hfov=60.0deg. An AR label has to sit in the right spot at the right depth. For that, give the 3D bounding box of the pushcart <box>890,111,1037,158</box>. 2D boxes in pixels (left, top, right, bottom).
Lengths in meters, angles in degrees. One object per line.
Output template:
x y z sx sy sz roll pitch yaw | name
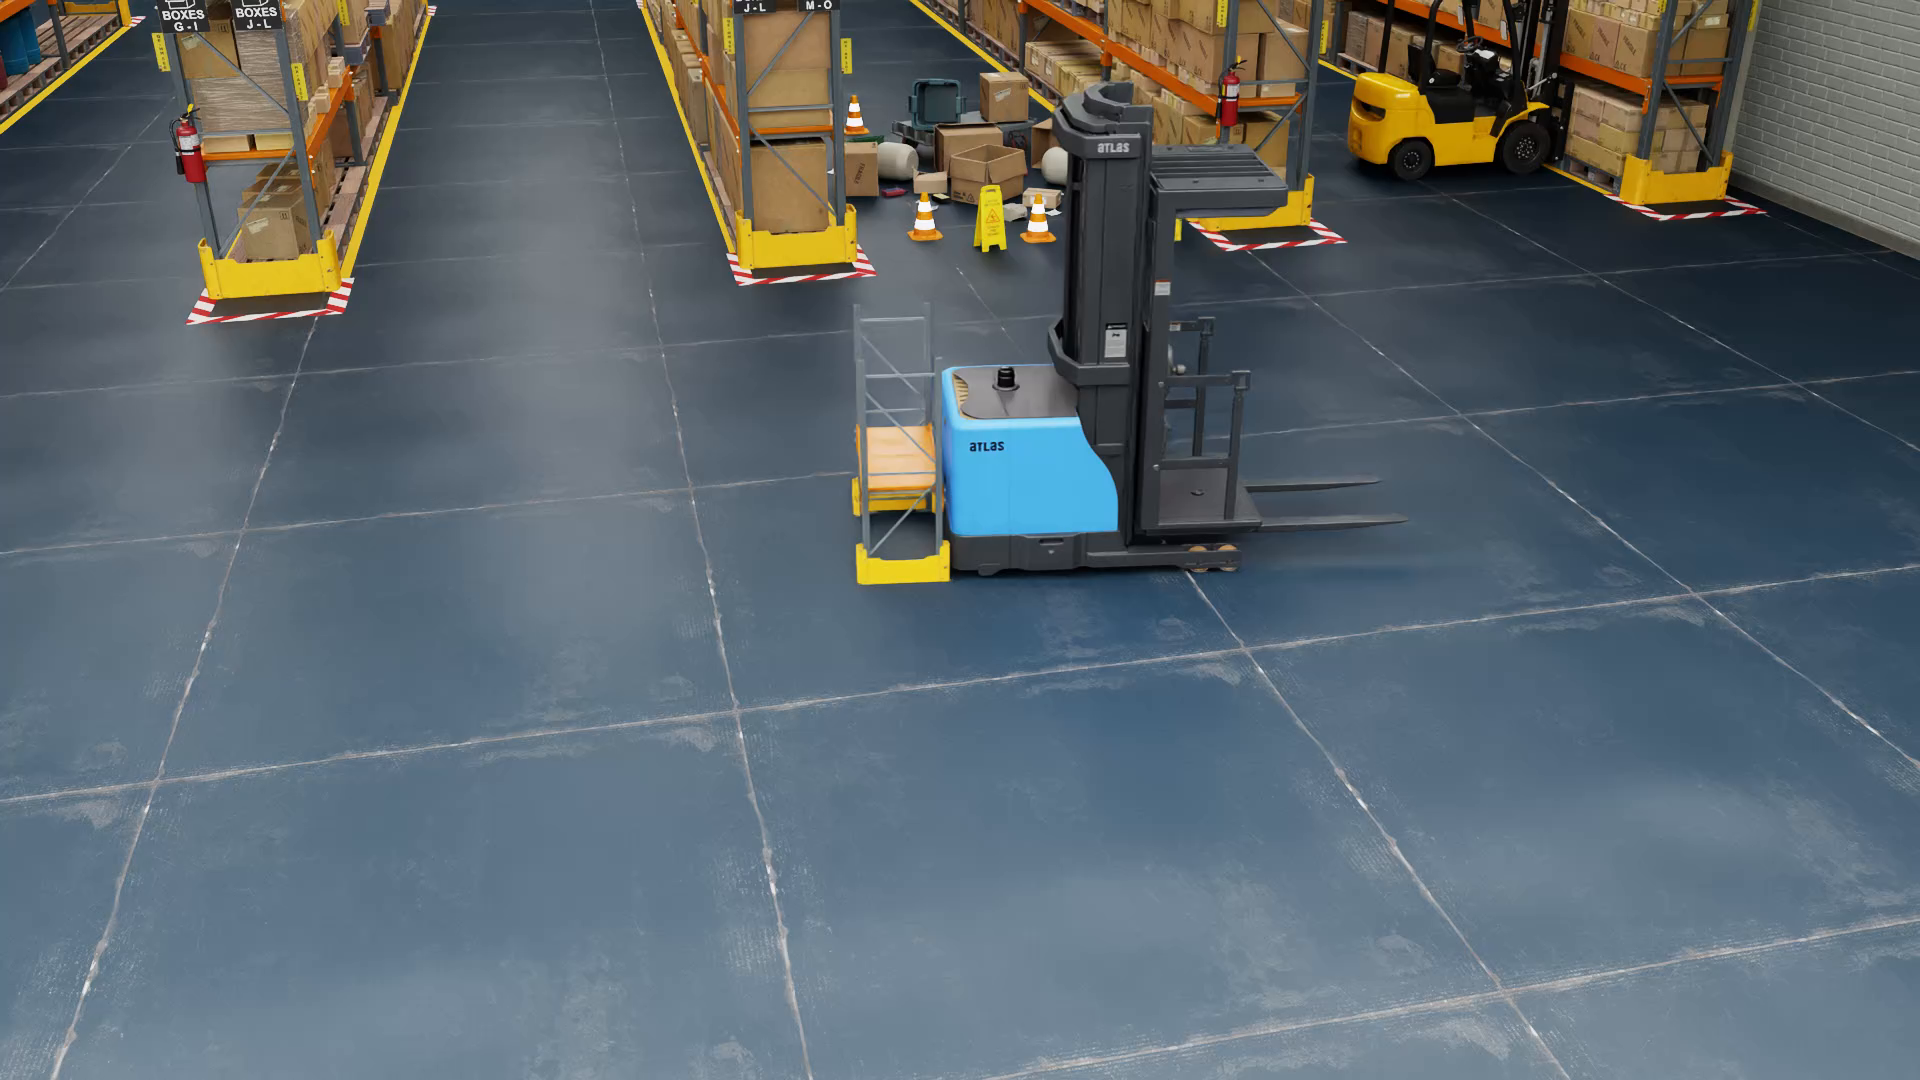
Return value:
0.060 -5.024 20.631 1.648 0.377 0.936 -16 31 -29 | pushcart

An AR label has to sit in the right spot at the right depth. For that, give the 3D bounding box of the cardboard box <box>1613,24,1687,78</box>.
7.640 -5.431 18.418 0.500 0.500 0.500 -7 28 -13 | cardboard box

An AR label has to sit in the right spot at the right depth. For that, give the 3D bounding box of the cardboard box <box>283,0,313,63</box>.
-6.448 -4.799 15.724 0.500 0.500 0.500 -6 27 -12 | cardboard box

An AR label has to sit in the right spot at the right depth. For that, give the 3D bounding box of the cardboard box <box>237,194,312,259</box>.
-6.608 -3.033 16.084 0.500 0.500 0.500 -1 27 -2 | cardboard box

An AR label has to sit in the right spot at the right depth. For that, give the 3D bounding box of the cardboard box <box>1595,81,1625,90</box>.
7.865 -5.274 19.692 0.500 0.250 0.500 -6 27 -12 | cardboard box

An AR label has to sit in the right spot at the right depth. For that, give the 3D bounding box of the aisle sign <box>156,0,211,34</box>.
-6.762 -4.788 14.369 0.394 0.787 0.004 -6 27 -12 | aisle sign

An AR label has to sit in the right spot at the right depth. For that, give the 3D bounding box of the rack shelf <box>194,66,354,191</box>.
-6.934 -4.242 16.971 1.077 0.370 4.000 -6 27 -12 | rack shelf

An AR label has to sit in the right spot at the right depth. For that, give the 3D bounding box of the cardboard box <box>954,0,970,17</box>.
0.430 -9.290 28.551 0.875 0.438 0.875 -6 27 -12 | cardboard box

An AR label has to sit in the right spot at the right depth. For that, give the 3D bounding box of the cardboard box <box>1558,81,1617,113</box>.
7.355 -5.218 19.582 0.500 0.250 0.500 -6 27 -11 | cardboard box

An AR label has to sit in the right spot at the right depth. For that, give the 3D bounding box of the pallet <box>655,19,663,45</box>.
-4.518 -8.459 27.622 1.003 0.211 1.213 -6 27 -12 | pallet

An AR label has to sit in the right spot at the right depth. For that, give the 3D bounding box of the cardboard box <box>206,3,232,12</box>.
-6.966 -4.745 15.617 0.500 0.500 0.500 -6 27 -12 | cardboard box

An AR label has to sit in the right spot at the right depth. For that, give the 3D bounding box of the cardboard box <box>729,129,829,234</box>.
-1.845 -3.675 16.940 0.875 0.875 0.875 -6 27 -11 | cardboard box

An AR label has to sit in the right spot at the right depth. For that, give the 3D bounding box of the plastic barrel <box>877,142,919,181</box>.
-0.780 -4.408 19.361 0.512 0.421 0.421 13 30 24 | plastic barrel

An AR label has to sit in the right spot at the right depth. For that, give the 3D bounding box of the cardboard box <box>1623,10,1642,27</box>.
7.569 -5.765 18.358 0.380 0.149 0.250 -6 27 -11 | cardboard box

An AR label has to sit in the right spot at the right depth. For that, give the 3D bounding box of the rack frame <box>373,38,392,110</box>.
-8.286 -7.198 22.027 1.000 3.000 0.127 -6 27 -12 | rack frame

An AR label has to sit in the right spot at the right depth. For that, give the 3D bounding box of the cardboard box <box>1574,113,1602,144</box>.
7.490 -4.784 19.276 0.500 0.250 0.500 -6 27 -12 | cardboard box

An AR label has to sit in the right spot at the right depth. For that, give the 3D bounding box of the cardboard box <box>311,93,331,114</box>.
-6.559 -4.391 16.746 0.380 0.149 0.250 -6 27 -12 | cardboard box

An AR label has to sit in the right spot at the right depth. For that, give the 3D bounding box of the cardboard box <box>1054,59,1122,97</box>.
1.826 -6.313 22.724 0.950 0.372 0.625 -5 27 -10 | cardboard box

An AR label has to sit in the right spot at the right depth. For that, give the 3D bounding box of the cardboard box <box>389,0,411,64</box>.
-8.822 -7.521 24.561 1.225 0.875 0.875 -7 28 -13 | cardboard box

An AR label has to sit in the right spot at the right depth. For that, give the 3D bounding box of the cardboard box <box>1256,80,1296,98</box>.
3.297 -4.750 17.457 0.380 0.149 0.250 -6 27 -11 | cardboard box

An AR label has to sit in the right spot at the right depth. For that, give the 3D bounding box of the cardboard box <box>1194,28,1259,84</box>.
2.781 -5.080 17.390 0.500 0.500 0.500 -6 27 -13 | cardboard box

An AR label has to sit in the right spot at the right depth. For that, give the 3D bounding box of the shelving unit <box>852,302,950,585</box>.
-0.402 -0.639 10.697 0.587 1.500 1.083 -2 27 -4 | shelving unit

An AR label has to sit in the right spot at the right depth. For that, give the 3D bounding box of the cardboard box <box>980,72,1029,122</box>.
0.543 -5.476 20.551 0.500 0.500 0.500 -6 27 -12 | cardboard box

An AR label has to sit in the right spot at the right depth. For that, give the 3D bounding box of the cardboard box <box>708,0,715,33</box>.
-2.255 -5.804 17.901 0.875 0.550 0.550 -6 27 -12 | cardboard box

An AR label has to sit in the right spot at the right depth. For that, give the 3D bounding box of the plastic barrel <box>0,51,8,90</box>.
-13.493 -6.514 22.884 0.600 0.588 0.708 -6 27 -12 | plastic barrel

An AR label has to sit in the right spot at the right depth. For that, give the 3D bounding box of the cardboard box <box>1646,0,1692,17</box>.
7.721 -5.800 18.098 0.380 0.149 0.250 -6 27 -11 | cardboard box

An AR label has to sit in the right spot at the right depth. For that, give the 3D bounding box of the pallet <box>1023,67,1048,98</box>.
1.543 -6.616 23.970 1.003 0.211 1.213 -6 27 -12 | pallet

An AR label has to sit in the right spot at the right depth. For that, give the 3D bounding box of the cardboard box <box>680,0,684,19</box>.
-3.362 -7.033 21.590 0.500 0.500 0.500 -6 27 -12 | cardboard box

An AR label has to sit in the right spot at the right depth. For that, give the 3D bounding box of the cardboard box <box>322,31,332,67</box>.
-7.344 -5.415 18.055 0.875 0.500 0.500 -6 27 -12 | cardboard box

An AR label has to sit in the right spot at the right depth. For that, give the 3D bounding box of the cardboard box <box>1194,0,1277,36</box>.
2.844 -5.518 17.149 0.700 0.500 0.500 -7 28 -13 | cardboard box

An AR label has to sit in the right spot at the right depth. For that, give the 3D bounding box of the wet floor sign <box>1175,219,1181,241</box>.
2.172 -3.449 17.213 0.267 0.644 0.232 3 27 6 | wet floor sign

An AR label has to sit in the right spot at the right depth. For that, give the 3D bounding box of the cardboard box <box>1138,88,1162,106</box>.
2.387 -4.995 19.416 0.500 0.500 0.500 -5 27 -9 | cardboard box

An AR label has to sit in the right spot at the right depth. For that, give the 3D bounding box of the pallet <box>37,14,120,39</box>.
-14.767 -8.596 27.892 1.003 0.211 1.213 -6 27 -12 | pallet

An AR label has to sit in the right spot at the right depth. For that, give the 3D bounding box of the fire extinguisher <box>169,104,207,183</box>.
-6.907 -3.554 14.895 0.296 0.674 0.183 -6 27 -12 | fire extinguisher

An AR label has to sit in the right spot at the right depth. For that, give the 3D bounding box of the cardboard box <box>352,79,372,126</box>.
-7.844 -5.495 20.941 0.700 0.500 0.500 -4 27 -7 | cardboard box

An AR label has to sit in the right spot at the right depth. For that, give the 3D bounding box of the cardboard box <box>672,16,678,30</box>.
-3.841 -7.337 23.779 0.500 0.250 0.500 -7 28 -13 | cardboard box

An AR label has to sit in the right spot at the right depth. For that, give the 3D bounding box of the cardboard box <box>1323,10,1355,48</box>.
5.899 -7.945 25.816 0.500 0.500 0.500 -5 27 -10 | cardboard box

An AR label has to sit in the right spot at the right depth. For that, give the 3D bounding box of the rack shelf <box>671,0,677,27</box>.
-3.882 -8.214 24.839 1.077 0.370 4.000 -6 27 -12 | rack shelf

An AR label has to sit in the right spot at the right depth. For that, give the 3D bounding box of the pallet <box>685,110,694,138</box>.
-3.055 -5.524 21.806 1.003 0.211 1.213 -6 27 -12 | pallet

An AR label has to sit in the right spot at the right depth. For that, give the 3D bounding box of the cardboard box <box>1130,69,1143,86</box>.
2.227 -5.459 19.617 0.380 0.149 0.250 -5 27 -10 | cardboard box

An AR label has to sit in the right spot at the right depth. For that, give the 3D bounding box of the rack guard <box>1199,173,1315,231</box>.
3.155 -3.609 17.692 1.175 0.500 0.348 -6 27 -12 | rack guard

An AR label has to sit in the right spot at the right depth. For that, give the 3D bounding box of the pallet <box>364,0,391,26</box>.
-8.022 -6.810 21.472 1.213 0.211 1.003 -6 27 -12 | pallet

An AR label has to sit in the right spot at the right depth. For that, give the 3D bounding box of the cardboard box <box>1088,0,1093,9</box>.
1.843 -6.839 21.129 0.380 0.149 0.250 -7 28 -13 | cardboard box

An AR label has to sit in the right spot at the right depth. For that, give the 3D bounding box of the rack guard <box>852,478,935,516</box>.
-0.443 -0.304 11.422 0.587 0.250 0.087 -2 27 -4 | rack guard

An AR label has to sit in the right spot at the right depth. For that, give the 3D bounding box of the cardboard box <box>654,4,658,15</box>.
-4.864 -8.800 27.570 0.380 0.149 0.250 -7 28 -13 | cardboard box

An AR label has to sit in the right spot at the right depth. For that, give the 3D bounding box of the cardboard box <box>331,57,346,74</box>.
-7.050 -5.265 18.477 0.380 0.149 0.250 -6 27 -12 | cardboard box

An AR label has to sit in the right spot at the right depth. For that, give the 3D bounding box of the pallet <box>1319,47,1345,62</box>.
6.073 -7.796 26.308 1.003 0.211 1.213 -6 27 -12 | pallet

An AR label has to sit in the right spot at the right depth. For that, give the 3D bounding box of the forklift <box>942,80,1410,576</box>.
1.405 -1.336 10.490 3.031 2.935 1.130 -2 27 -4 | forklift

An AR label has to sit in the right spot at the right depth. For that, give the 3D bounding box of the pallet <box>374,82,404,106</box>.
-8.391 -6.306 23.357 1.003 0.211 1.213 -6 27 -12 | pallet

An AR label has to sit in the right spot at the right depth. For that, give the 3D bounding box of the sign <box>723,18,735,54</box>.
-2.160 -4.718 15.568 0.100 0.325 0.005 -6 27 -12 | sign

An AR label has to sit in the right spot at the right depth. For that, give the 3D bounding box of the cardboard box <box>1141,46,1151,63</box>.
2.308 -5.602 19.146 0.380 0.149 0.250 -6 27 -11 | cardboard box

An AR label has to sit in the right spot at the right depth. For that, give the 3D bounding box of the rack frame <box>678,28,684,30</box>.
-3.431 -7.657 22.937 1.000 3.000 0.127 -6 27 -12 | rack frame
